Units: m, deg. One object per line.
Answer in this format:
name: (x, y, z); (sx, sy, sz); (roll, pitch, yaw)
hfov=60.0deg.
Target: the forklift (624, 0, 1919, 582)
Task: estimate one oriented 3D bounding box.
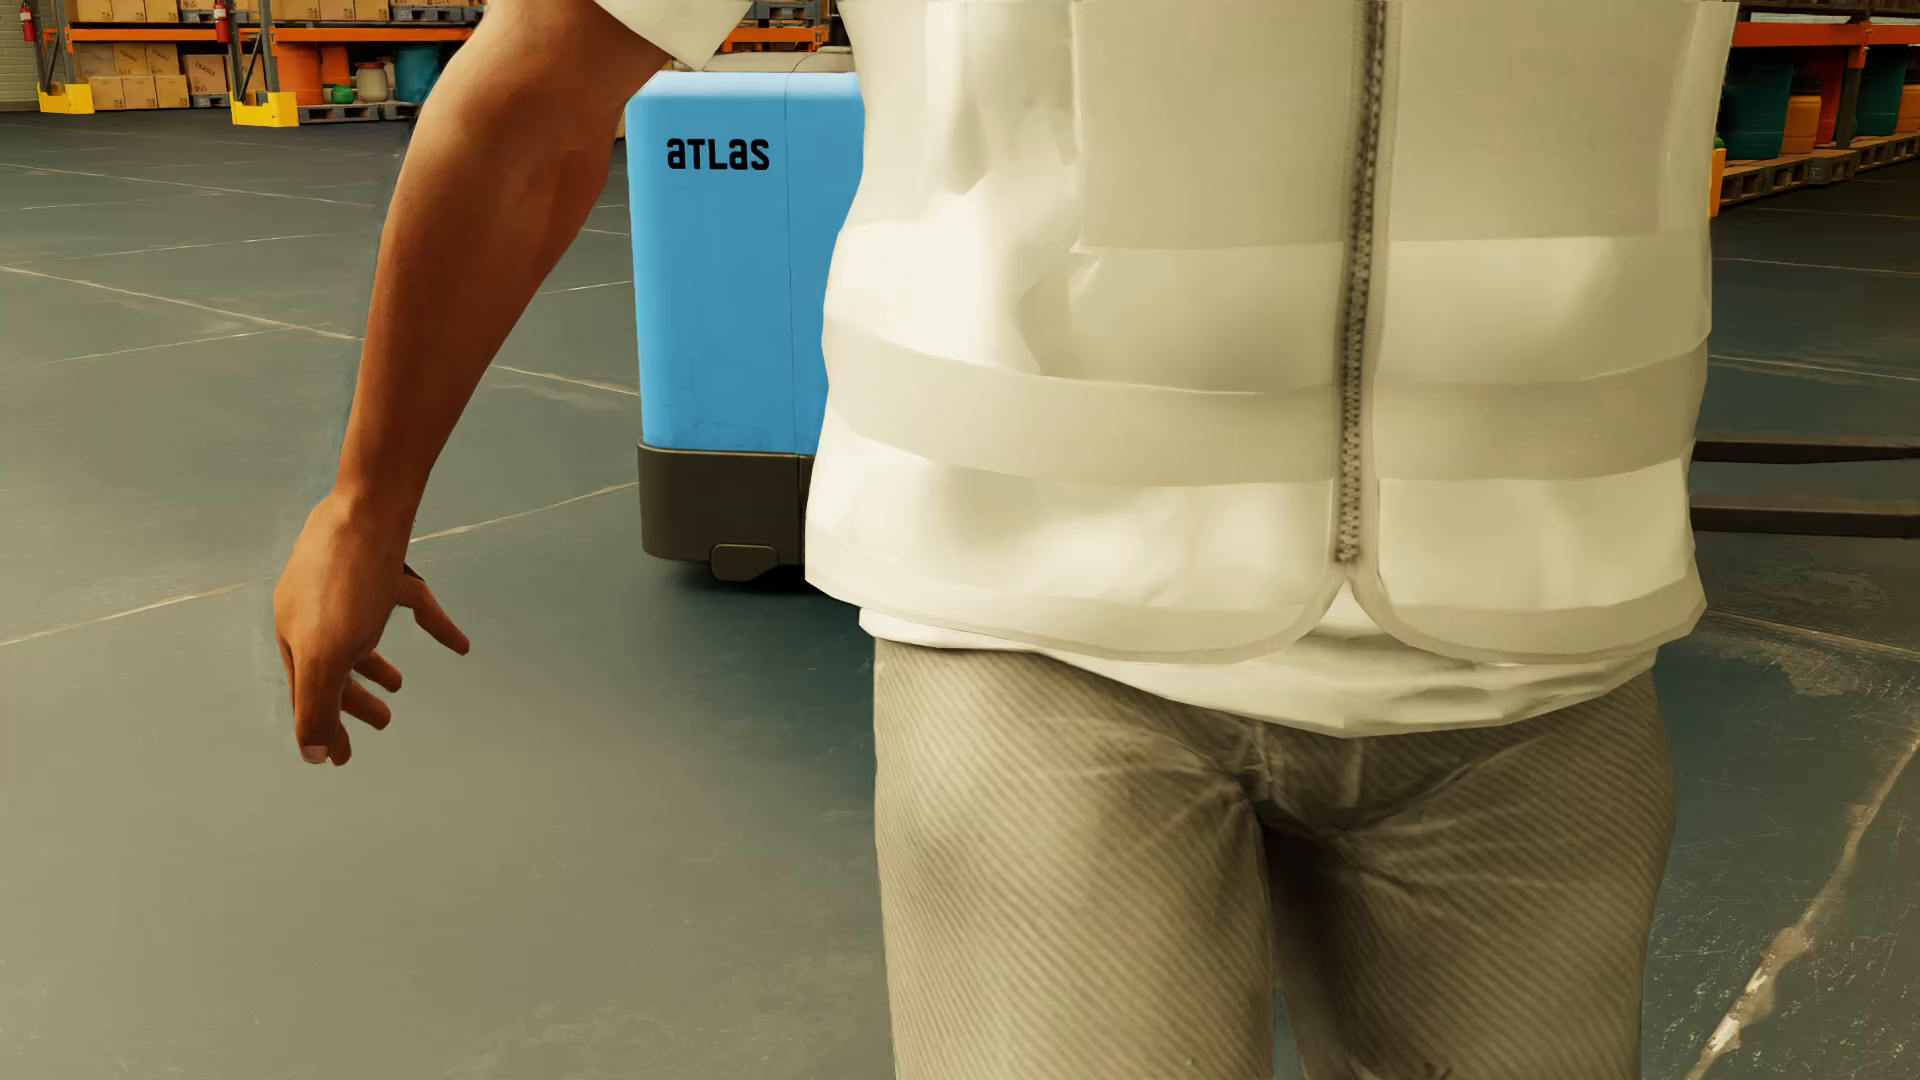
forklift: (0.866, -1.380, 3.444); (3.031, 2.935, 1.130); (2, 17, 8)
